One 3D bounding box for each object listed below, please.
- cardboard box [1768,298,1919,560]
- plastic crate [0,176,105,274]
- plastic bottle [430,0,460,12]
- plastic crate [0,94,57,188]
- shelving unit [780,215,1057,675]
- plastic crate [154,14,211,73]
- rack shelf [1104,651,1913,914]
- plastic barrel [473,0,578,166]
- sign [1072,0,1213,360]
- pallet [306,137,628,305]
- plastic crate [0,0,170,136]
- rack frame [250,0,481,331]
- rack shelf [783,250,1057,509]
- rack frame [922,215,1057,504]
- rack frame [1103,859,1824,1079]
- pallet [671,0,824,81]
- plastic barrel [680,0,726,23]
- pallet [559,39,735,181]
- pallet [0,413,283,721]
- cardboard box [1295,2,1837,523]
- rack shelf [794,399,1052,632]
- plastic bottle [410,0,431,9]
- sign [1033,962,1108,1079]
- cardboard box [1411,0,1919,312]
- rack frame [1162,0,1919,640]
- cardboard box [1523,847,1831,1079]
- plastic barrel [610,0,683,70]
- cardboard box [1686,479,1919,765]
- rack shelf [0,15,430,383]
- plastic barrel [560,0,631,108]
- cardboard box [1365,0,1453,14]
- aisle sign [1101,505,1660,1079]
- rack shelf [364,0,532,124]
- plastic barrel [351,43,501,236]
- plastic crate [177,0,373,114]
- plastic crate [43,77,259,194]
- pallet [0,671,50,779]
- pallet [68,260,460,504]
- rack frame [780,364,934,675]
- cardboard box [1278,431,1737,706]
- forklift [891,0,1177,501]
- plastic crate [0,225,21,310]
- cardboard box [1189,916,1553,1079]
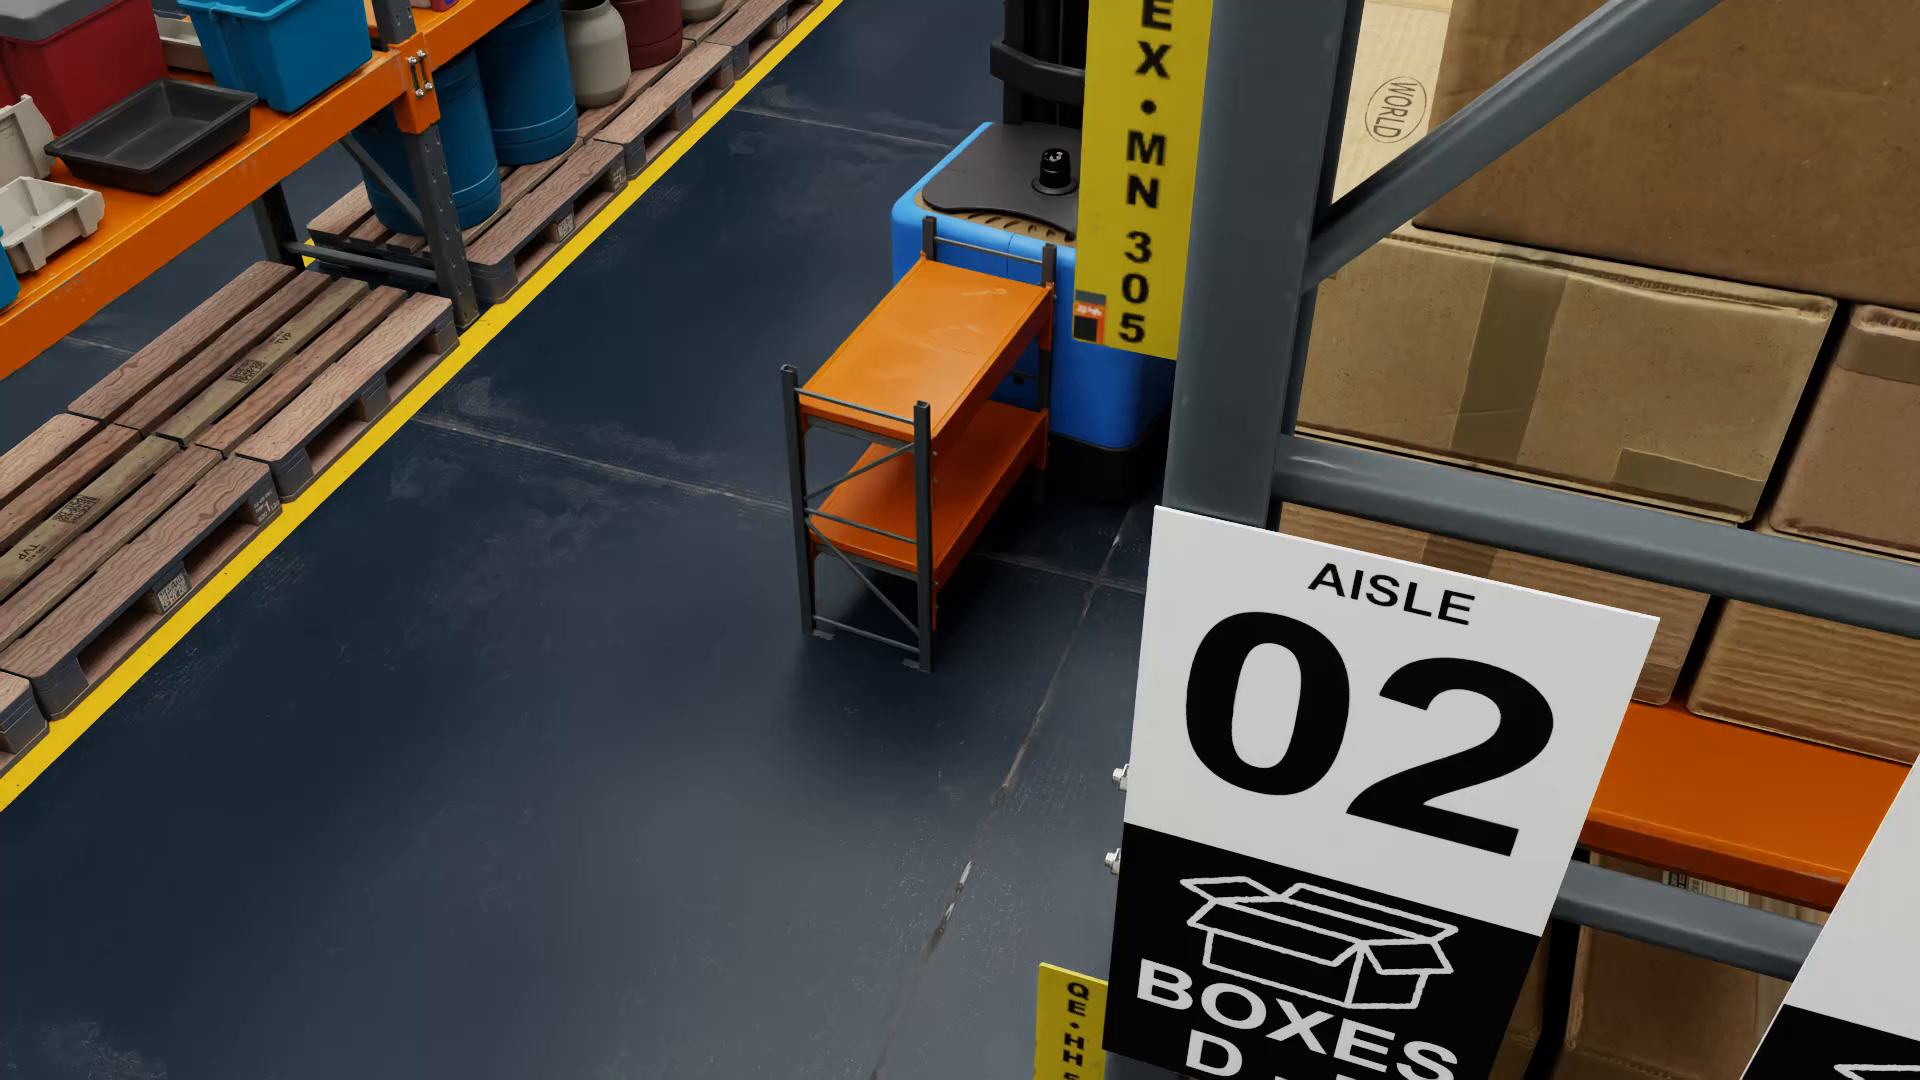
[{"bbox_3d":[1.076,-0.199,1.591,0.500,0.250,0.500,13,42,15],"label":"cardboard box"},{"bbox_3d":[-2.943,-1.004,5.272,0.293,0.136,0.466,13,42,15],"label":"plastic crate"},{"bbox_3d":[-2.103,-2.295,6.718,0.061,0.283,0.133,13,42,15],"label":"plastic bottle"},{"bbox_3d":[-3.325,-1.297,5.505,0.437,0.282,0.530,13,42,15],"label":"plastic crate"},{"bbox_3d":[-0.111,-0.342,5.785,0.538,1.125,1.048,17,43,18],"label":"shelving unit"},{"bbox_3d":[-2.923,-1.880,6.300,0.396,0.136,0.243,13,42,15],"label":"plastic crate"},{"bbox_3d":[1.340,-0.756,3.068,1.077,0.370,4.000,13,42,15],"label":"rack shelf"},{"bbox_3d":[-2.186,-2.331,7.965,0.600,0.901,0.708,13,42,15],"label":"plastic barrel"},{"bbox_3d":[0.141,-0.282,1.276,0.100,0.325,0.005,13,42,15],"label":"sign"},{"bbox_3d":[-2.327,-1.611,7.975,1.003,0.211,1.213,13,42,15],"label":"pallet"},{"bbox_3d":[-3.171,-1.768,5.916,0.402,0.464,0.583,13,42,15],"label":"plastic crate"},{"bbox_3d":[-2.630,-2.210,6.529,1.000,3.000,0.127,13,42,15],"label":"rack frame"},{"bbox_3d":[-0.111,-0.565,5.595,0.538,0.278,1.000,17,43,18],"label":"rack shelf"},{"bbox_3d":[0.100,-0.643,6.136,0.500,1.125,0.032,17,43,18],"label":"rack frame"},{"bbox_3d":[0.656,1.331,2.378,1.000,3.000,0.127,13,42,15],"label":"rack frame"},{"bbox_3d":[-1.492,-3.099,9.719,1.003,0.211,1.213,13,42,15],"label":"pallet"},{"bbox_3d":[-1.522,-3.197,9.279,0.421,0.512,0.421,0,40,0],"label":"plastic barrel"},{"bbox_3d":[-1.911,-2.357,8.850,1.003,0.211,1.213,13,42,15],"label":"pallet"},{"bbox_3d":[-3.260,0.055,6.023,1.003,0.211,1.213,13,42,15],"label":"pallet"},{"bbox_3d":[0.592,-0.313,1.725,0.500,0.250,0.500,13,42,15],"label":"cardboard box"},{"bbox_3d":[-0.111,-0.156,5.943,0.538,0.278,1.000,17,43,18],"label":"rack shelf"},{"bbox_3d":[-2.191,-2.359,6.742,0.144,0.351,0.185,13,42,15],"label":"plastic bottle"},{"bbox_3d":[0.141,0.635,2.059,0.100,0.325,0.005,13,42,15],"label":"sign"},{"bbox_3d":[0.816,-0.545,1.419,0.700,0.500,0.500,13,42,15],"label":"cardboard box"},{"bbox_3d":[0.656,-0.951,0.431,1.000,3.000,0.127,13,42,15],"label":"rack frame"},{"bbox_3d":[1.055,0.701,2.270,0.500,0.500,0.500,15,43,16],"label":"cardboard box"},{"bbox_3d":[-1.799,-2.901,8.874,0.600,0.588,0.708,13,42,15],"label":"plastic barrel"},{"bbox_3d":[1.071,-0.010,1.755,0.500,0.250,0.500,13,42,15],"label":"cardboard box"},{"bbox_3d":[-3.314,-0.717,5.333,1.077,0.370,4.000,13,42,15],"label":"rack shelf"},{"bbox_3d":[-1.908,-2.508,8.472,0.421,0.512,0.421,0,40,0],"label":"plastic barrel"},{"bbox_3d":[0.763,-0.618,2.082,0.500,0.250,0.500,13,42,15],"label":"cardboard box"},{"bbox_3d":[0.345,0.316,1.566,0.394,0.787,0.004,13,42,15],"label":"aisle sign"},{"bbox_3d":[-1.946,-3.156,8.193,1.077,0.370,4.000,13,42,15],"label":"rack shelf"},{"bbox_3d":[-2.428,-1.900,7.459,0.600,0.901,0.708,13,42,15],"label":"plastic barrel"},{"bbox_3d":[-2.469,-1.866,6.093,0.392,0.384,0.575,13,42,15],"label":"plastic crate"},{"bbox_3d":[-2.760,-1.386,5.729,0.437,0.125,0.590,13,42,15],"label":"plastic crate"},{"bbox_3d":[-3.679,0.796,5.154,1.003,0.211,1.213,13,42,15],"label":"pallet"},{"bbox_3d":[-2.845,-0.692,6.899,1.003,0.211,1.213,13,42,15],"label":"pallet"},{"bbox_3d":[-0.322,-0.042,5.433,0.500,1.125,0.032,17,43,18],"label":"rack frame"},{"bbox_3d":[0.584,-0.125,1.889,0.500,0.250,0.500,13,42,15],"label":"cardboard box"},{"bbox_3d":[0.858,-2.213,6.586,1.130,2.935,3.031,19,44,20],"label":"forklift"},{"bbox_3d":[-3.051,-0.793,4.951,0.416,0.233,0.300,13,42,15],"label":"plastic crate"},{"bbox_3d":[0.550,0.580,2.411,0.500,0.500,0.500,13,42,15],"label":"cardboard box"}]
